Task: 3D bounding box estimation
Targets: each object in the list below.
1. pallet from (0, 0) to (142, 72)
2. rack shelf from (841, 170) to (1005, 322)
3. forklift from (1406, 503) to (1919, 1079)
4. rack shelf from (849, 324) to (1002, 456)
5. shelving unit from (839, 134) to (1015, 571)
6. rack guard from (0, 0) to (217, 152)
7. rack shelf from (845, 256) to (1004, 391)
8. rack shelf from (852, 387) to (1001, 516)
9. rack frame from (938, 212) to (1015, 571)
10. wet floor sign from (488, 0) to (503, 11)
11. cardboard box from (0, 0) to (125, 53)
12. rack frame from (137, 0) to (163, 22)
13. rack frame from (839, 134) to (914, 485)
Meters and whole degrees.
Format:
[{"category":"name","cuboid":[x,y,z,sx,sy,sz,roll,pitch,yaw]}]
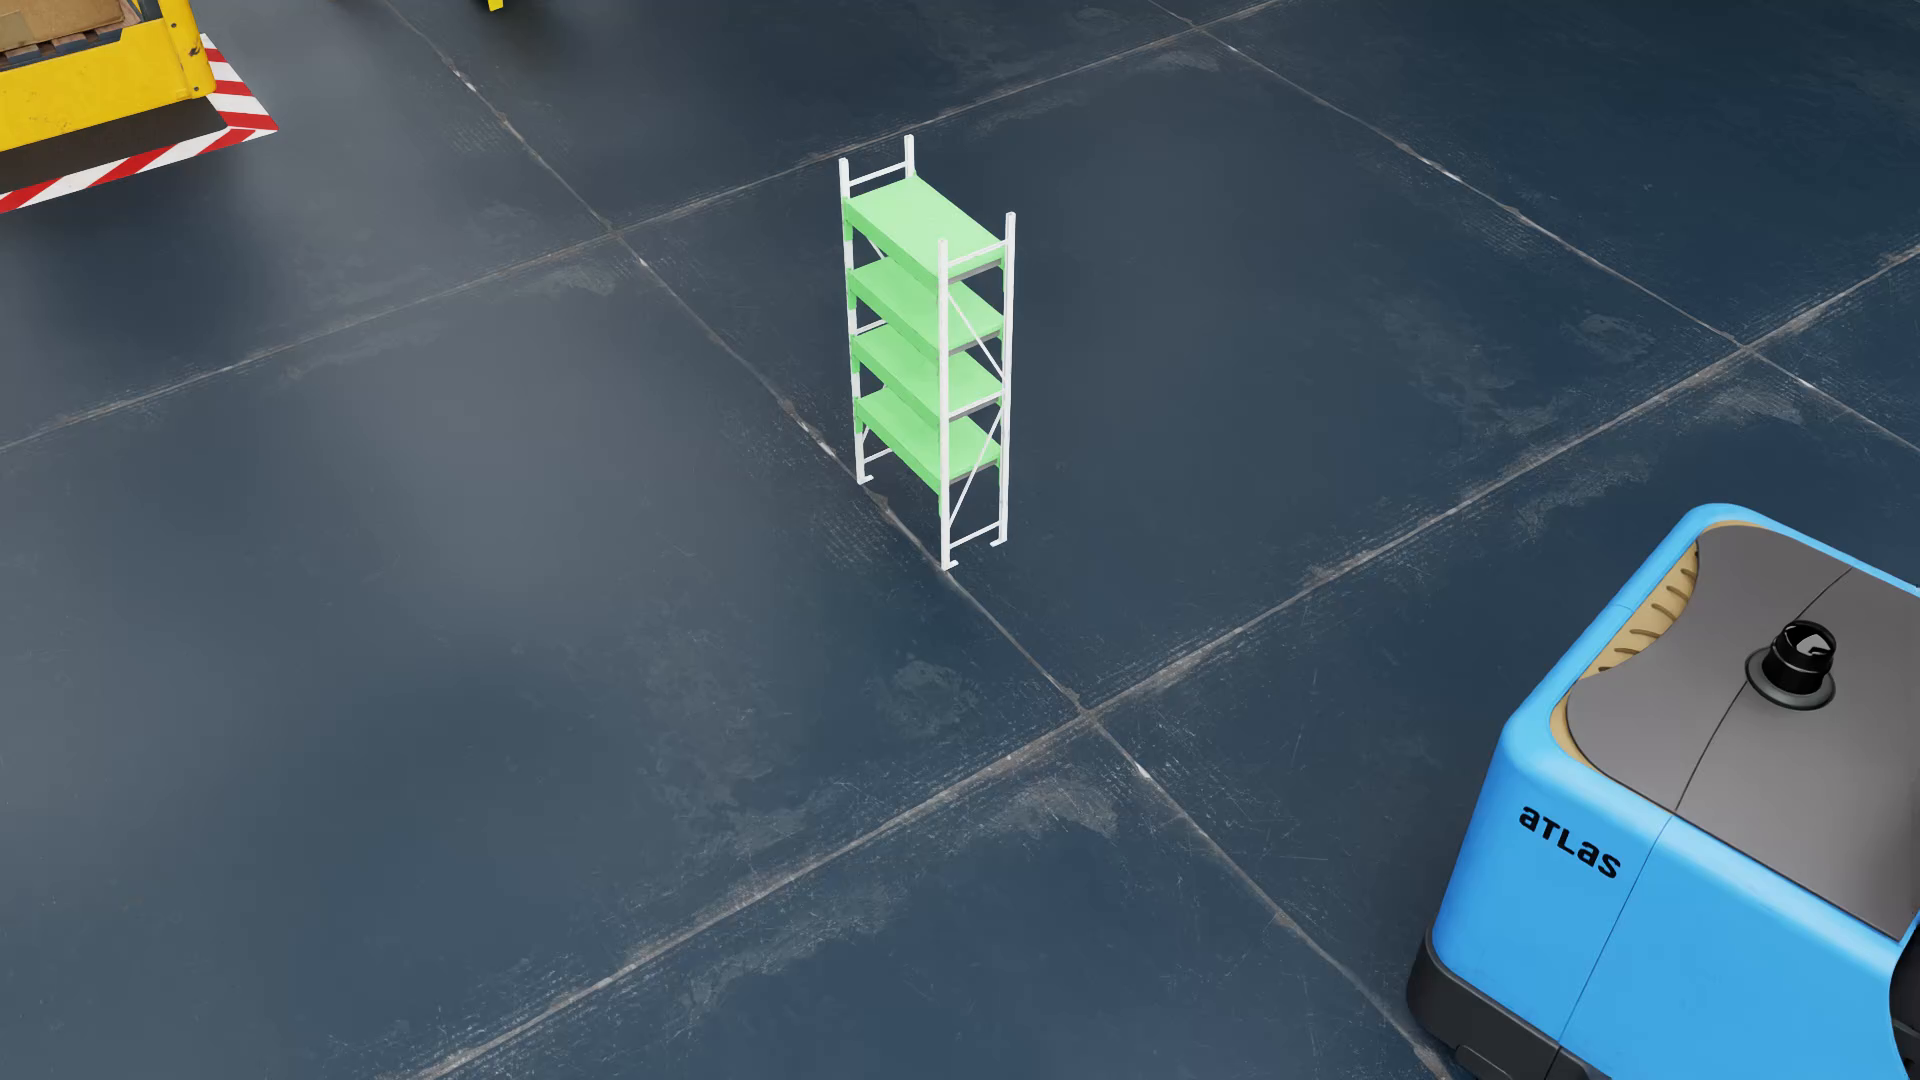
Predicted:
[{"category":"pallet","cuboid":[-4.366,-2.354,7.563,1.003,0.211,1.213,-26,49,-24]},{"category":"rack shelf","cuboid":[-0.095,-0.829,4.647,0.258,0.148,0.480,-26,49,-24]},{"category":"forklift","cuboid":[2.503,0.535,2.567,3.031,2.935,1.130,32,52,29]},{"category":"rack shelf","cuboid":[-0.095,-0.482,4.978,0.258,0.148,0.480,-26,49,-24]},{"category":"shelving unit","cuboid":[-0.095,-0.528,4.934,0.258,1.200,0.503,-26,49,-24]},{"category":"rack guard","cuboid":[-3.831,-2.023,7.007,1.175,0.500,0.348,-26,49,-24]},{"category":"rack shelf","cuboid":[-0.095,-0.655,4.812,0.258,0.148,0.480,-26,49,-24]},{"category":"rack shelf","cuboid":[-0.095,-0.308,5.144,0.258,0.148,0.480,-26,49,-24]},{"category":"rack frame","cuboid":[0.045,-0.390,4.789,0.240,1.200,0.015,-26,49,-24]},{"category":"wet floor sign","cuboid":[-2.204,-2.855,7.774,0.267,0.644,0.232,-35,53,-31]},{"category":"cardboard box","cuboid":[-4.287,-2.682,7.122,0.875,0.875,0.875,-25,49,-24]},{"category":"rack frame","cuboid":[-3.845,-2.941,6.158,1.000,3.000,0.127,-26,49,-24]},{"category":"rack frame","cuboid":[-0.234,-0.666,5.079,0.240,1.200,0.015,-26,49,-24]}]
